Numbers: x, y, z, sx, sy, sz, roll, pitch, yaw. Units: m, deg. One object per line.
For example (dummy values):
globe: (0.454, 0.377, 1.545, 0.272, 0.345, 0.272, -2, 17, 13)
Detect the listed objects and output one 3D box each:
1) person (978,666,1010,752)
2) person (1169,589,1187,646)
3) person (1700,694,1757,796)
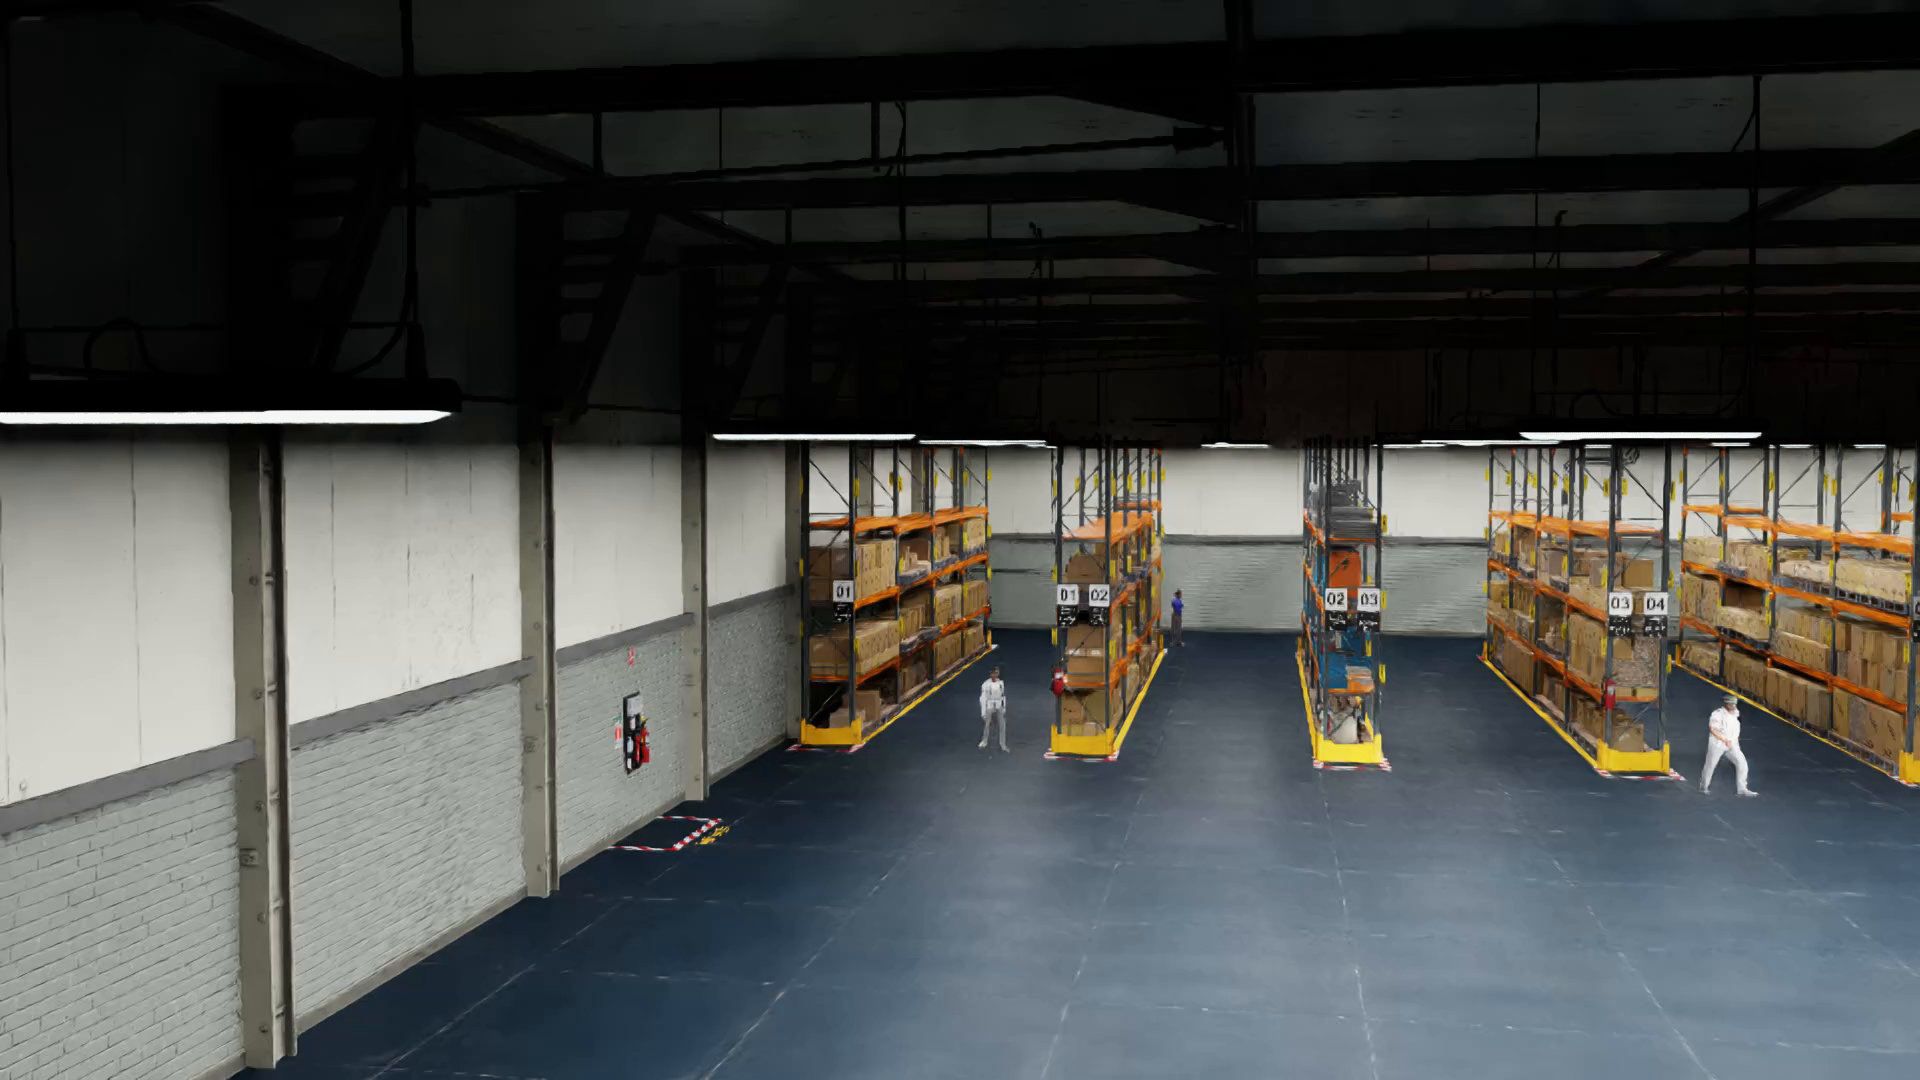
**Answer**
person: (0.636, 3.199, 31.697, 0.529, 1.623, 0.938, -1, 3, -12)
person: (6.322, 2.271, 48.485, 0.416, 1.649, 0.572, 2, 4, 31)
person: (12.691, 3.374, 27.570, 0.701, 1.696, 0.814, -1, 3, -10)
